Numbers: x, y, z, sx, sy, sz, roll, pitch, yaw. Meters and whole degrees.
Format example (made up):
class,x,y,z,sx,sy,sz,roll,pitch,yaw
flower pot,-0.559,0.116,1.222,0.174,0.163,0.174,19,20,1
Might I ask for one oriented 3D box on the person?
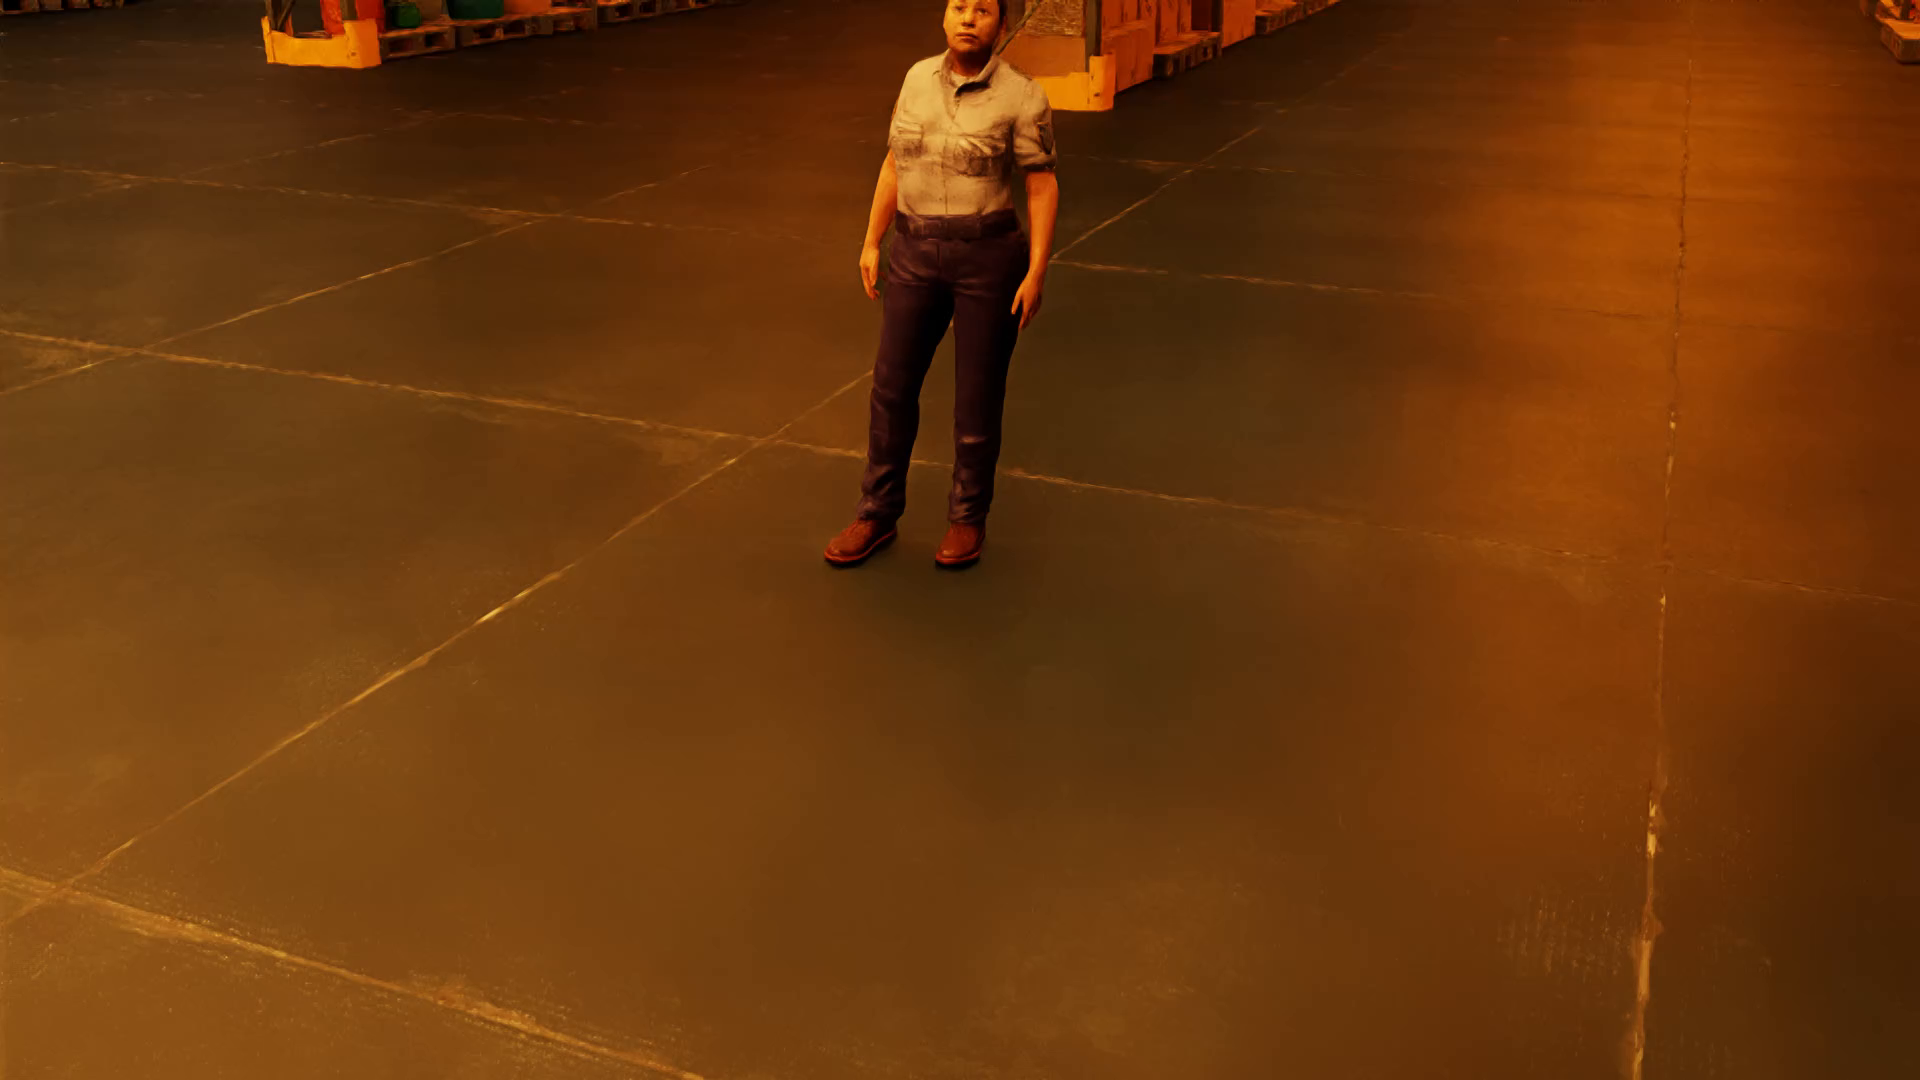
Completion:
class,x,y,z,sx,sy,sz,roll,pitch,yaw
person,-0.055,-0.738,4.704,0.599,1.650,0.502,9,24,21
